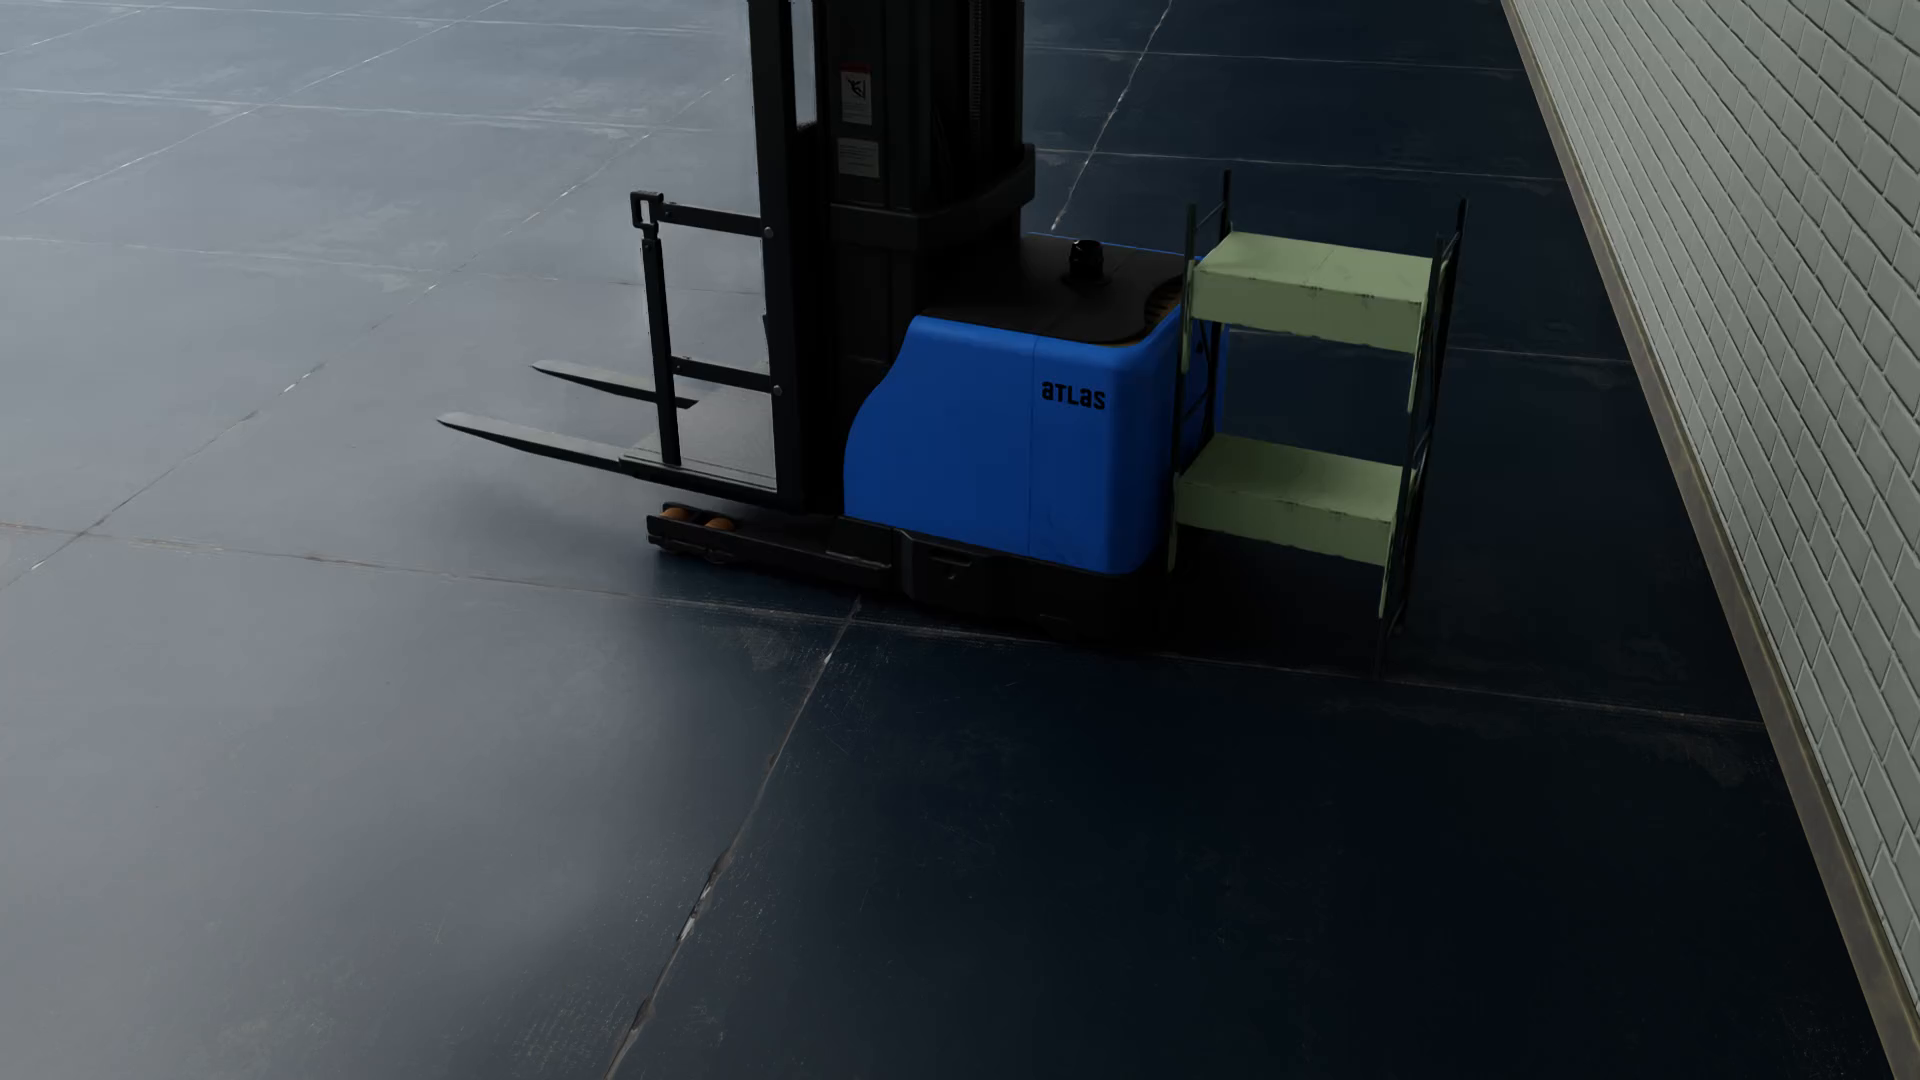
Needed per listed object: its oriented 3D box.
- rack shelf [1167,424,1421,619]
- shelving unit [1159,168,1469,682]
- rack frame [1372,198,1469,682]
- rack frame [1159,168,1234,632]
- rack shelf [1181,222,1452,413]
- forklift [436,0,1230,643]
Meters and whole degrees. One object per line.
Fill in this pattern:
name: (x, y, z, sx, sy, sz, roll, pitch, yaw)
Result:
rack shelf: (1.105, -0.073, 5.501, 0.720, 0.370, 0.431, 13, 31, 22)
shelving unit: (1.105, -0.359, 5.344, 0.755, 1.500, 0.431, 13, 31, 22)
rack frame: (1.437, -0.285, 5.208, 0.023, 1.500, 0.400, 13, 31, 22)
rack frame: (0.774, -0.434, 5.481, 0.023, 1.500, 0.400, 13, 31, 22)
rack shelf: (1.105, -0.701, 5.157, 0.720, 0.370, 0.431, 13, 31, 22)
forklift: (-0.592, -1.411, 5.776, 3.031, 2.935, 1.130, 13, 31, 22)
